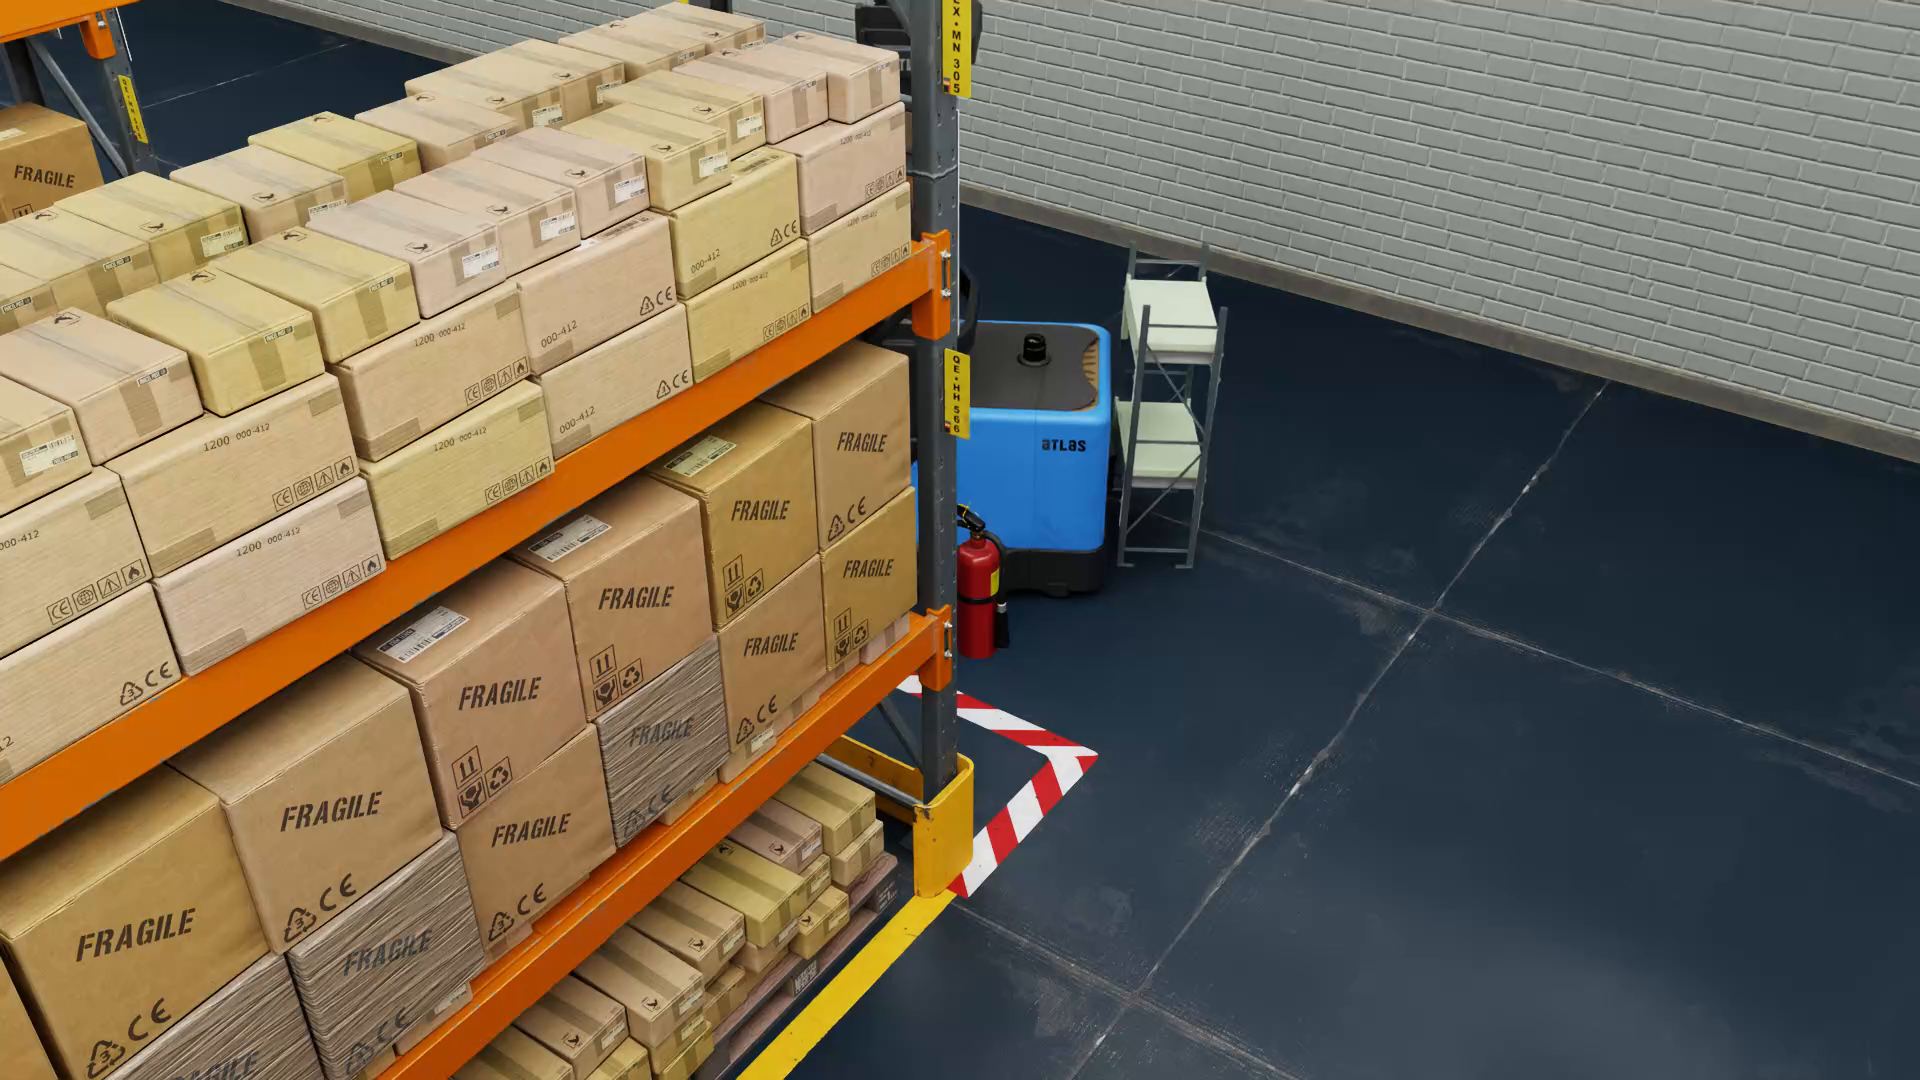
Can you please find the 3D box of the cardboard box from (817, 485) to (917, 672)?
[{"bbox_3d":[-0.499,0.054,5.814,0.500,0.500,0.500,22,40,29],"label":"cardboard box"}]

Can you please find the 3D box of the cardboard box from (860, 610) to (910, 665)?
[{"bbox_3d":[-0.408,0.274,6.067,0.380,0.149,0.250,21,39,28],"label":"cardboard box"}]

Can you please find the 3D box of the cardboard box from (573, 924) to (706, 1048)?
[{"bbox_3d":[-1.089,1.512,5.651,0.380,0.149,0.250,23,40,30],"label":"cardboard box"}]

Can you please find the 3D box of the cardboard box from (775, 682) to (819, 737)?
[{"bbox_3d":[-0.711,0.496,5.738,0.380,0.149,0.250,21,39,28],"label":"cardboard box"}]

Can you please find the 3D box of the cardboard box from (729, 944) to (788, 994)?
[{"bbox_3d":[-0.868,1.490,6.215,0.380,0.149,0.250,21,39,28],"label":"cardboard box"}]

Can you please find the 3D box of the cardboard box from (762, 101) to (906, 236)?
[{"bbox_3d":[-0.508,-1.165,4.980,0.500,0.250,0.500,20,39,27],"label":"cardboard box"}]

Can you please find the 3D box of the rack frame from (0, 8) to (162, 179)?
[{"bbox_3d":[-4.471,-1.701,8.764,1.000,3.000,0.127,21,39,28],"label":"rack frame"}]

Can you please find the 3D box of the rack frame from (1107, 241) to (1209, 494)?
[{"bbox_3d":[1.045,-0.893,8.894,0.400,1.500,0.023,2,34,-1],"label":"rack frame"}]

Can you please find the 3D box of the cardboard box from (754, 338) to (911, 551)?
[{"bbox_3d":[-0.511,-0.359,5.532,0.500,0.500,0.500,20,39,27],"label":"cardboard box"}]

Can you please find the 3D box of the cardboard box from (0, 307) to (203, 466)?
[{"bbox_3d":[-1.775,-0.318,3.372,0.380,0.149,0.250,20,39,27],"label":"cardboard box"}]

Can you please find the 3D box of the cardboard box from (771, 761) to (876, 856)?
[{"bbox_3d":[-0.548,1.015,6.387,0.380,0.149,0.250,22,40,29],"label":"cardboard box"}]

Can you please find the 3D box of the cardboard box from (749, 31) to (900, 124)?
[{"bbox_3d":[-0.402,-1.376,4.937,0.380,0.149,0.250,21,39,28],"label":"cardboard box"}]

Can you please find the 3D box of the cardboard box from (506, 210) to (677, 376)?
[{"bbox_3d":[-1.093,-0.694,4.284,0.500,0.250,0.500,22,40,29],"label":"cardboard box"}]

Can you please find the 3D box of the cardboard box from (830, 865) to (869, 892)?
[{"bbox_3d":[-0.583,1.245,6.577,0.380,0.149,0.250,22,40,29],"label":"cardboard box"}]

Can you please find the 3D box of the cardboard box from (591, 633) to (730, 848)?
[{"bbox_3d":[-1.078,0.526,5.116,0.500,0.500,0.500,21,40,28],"label":"cardboard box"}]

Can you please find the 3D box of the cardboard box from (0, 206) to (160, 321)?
[{"bbox_3d":[-2.065,-0.617,3.815,0.380,0.149,0.250,21,39,28],"label":"cardboard box"}]

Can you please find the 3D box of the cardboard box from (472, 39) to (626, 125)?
[{"bbox_3d":[-1.201,-1.334,4.874,0.380,0.149,0.250,21,39,28],"label":"cardboard box"}]

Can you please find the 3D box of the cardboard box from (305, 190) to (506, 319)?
[{"bbox_3d":[-1.298,-0.675,3.900,0.380,0.149,0.250,20,39,27],"label":"cardboard box"}]

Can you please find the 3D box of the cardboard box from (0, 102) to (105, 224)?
[{"bbox_3d":[-4.533,-1.765,8.057,0.500,0.500,0.500,22,40,29],"label":"cardboard box"}]

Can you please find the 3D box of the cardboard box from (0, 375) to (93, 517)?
[{"bbox_3d":[-1.905,-0.192,3.186,0.380,0.149,0.250,20,39,27],"label":"cardboard box"}]

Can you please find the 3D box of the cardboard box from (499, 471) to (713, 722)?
[{"bbox_3d":[-1.089,0.116,4.829,0.500,0.500,0.500,23,41,30],"label":"cardboard box"}]

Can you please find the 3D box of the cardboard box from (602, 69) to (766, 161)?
[{"bbox_3d":[-0.769,-1.176,4.641,0.380,0.149,0.250,20,39,27],"label":"cardboard box"}]

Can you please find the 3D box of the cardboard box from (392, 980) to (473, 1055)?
[{"bbox_3d":[-1.594,1.227,4.658,0.380,0.149,0.250,23,40,30],"label":"cardboard box"}]

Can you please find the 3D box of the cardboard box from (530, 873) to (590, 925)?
[{"bbox_3d":[-1.353,0.966,5.044,0.380,0.149,0.250,22,40,29],"label":"cardboard box"}]

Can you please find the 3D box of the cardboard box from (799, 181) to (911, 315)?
[{"bbox_3d":[-0.496,-0.957,5.120,0.500,0.250,0.500,20,39,27],"label":"cardboard box"}]

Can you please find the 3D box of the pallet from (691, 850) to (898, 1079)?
[{"bbox_3d":[-0.990,1.482,6.546,1.003,0.211,1.213,21,39,28],"label":"pallet"}]

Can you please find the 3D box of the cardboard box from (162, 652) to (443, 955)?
[{"bbox_3d":[-1.682,0.596,4.119,0.500,0.500,0.500,22,40,29],"label":"cardboard box"}]

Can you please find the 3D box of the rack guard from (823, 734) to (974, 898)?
[{"bbox_3d":[-0.498,1.000,7.001,1.175,0.500,0.348,21,39,28],"label":"rack guard"}]

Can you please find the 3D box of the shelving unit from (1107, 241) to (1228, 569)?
[{"bbox_3d":[1.044,-0.688,8.591,0.431,1.500,0.755,2,34,-1],"label":"shelving unit"}]

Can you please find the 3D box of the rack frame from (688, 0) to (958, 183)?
[{"bbox_3d":[-0.454,-2.556,4.672,1.000,3.000,0.127,21,39,28],"label":"rack frame"}]

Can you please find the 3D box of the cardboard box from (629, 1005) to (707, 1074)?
[{"bbox_3d":[-1.100,1.629,5.743,0.380,0.149,0.250,22,40,29],"label":"cardboard box"}]

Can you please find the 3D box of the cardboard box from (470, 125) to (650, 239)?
[{"bbox_3d":[-1.025,-0.922,4.266,0.380,0.149,0.250,20,39,27],"label":"cardboard box"}]

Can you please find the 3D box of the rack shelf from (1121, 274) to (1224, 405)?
[{"bbox_3d":[1.057,-1.011,8.372,0.431,0.370,0.720,2,34,-1],"label":"rack shelf"}]

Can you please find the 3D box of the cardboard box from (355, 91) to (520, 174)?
[{"bbox_3d":[-1.400,-1.070,4.484,0.380,0.149,0.250,22,40,29],"label":"cardboard box"}]

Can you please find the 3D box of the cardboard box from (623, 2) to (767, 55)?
[{"bbox_3d":[-0.826,-1.547,5.189,0.380,0.149,0.250,21,39,28],"label":"cardboard box"}]

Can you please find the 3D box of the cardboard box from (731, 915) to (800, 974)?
[{"bbox_3d":[-0.816,1.387,6.101,0.380,0.149,0.250,20,39,26],"label":"cardboard box"}]

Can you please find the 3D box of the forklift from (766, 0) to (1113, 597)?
[{"bbox_3d":[-0.743,-1.247,8.154,3.031,2.935,1.130,2,34,4],"label":"forklift"}]

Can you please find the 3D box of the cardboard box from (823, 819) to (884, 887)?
[{"bbox_3d":[-0.521,1.147,6.456,0.380,0.149,0.250,20,39,27],"label":"cardboard box"}]

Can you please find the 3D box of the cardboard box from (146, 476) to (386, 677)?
[{"bbox_3d":[-1.663,-0.006,3.713,0.500,0.250,0.500,23,40,30],"label":"cardboard box"}]

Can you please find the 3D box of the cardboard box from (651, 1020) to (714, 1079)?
[{"bbox_3d":[-1.092,1.745,5.837,0.380,0.149,0.250,19,39,26],"label":"cardboard box"}]

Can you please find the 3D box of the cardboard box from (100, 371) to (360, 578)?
[{"bbox_3d":[-1.677,-0.217,3.579,0.500,0.250,0.500,22,40,29],"label":"cardboard box"}]

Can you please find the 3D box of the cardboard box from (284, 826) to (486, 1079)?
[{"bbox_3d":[-1.653,1.008,4.403,0.500,0.500,0.500,20,39,27],"label":"cardboard box"}]

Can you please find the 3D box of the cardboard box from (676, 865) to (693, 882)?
[{"bbox_3d":[-1.233,1.221,6.347,0.380,0.149,0.250,22,40,29],"label":"cardboard box"}]

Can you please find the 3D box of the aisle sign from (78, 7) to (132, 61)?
[{"bbox_3d":[-4.184,-2.716,7.943,0.394,0.787,0.004,21,39,28],"label":"aisle sign"}]

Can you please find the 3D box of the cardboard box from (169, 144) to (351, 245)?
[{"bbox_3d":[-1.736,-0.842,4.146,0.380,0.149,0.250,23,40,30],"label":"cardboard box"}]

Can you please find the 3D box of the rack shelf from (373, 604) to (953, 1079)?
[{"bbox_3d":[-1.595,1.148,5.193,1.077,0.370,4.000,21,39,28],"label":"rack shelf"}]

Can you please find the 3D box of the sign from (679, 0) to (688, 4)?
[{"bbox_3d":[-0.900,-1.848,5.523,0.100,0.325,0.005,21,39,28],"label":"sign"}]

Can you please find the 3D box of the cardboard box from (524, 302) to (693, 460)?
[{"bbox_3d":[-1.075,-0.496,4.438,0.500,0.250,0.500,23,40,30],"label":"cardboard box"}]

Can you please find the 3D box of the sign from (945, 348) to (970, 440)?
[{"bbox_3d":[-0.010,-0.495,5.664,0.100,0.325,0.005,21,39,28],"label":"sign"}]

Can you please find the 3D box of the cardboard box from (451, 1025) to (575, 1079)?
[{"bbox_3d":[-1.456,1.727,5.333,0.380,0.149,0.250,21,40,28],"label":"cardboard box"}]

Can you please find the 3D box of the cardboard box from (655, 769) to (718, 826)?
[{"bbox_3d":[-1.012,0.733,5.388,0.380,0.149,0.250,19,39,26],"label":"cardboard box"}]

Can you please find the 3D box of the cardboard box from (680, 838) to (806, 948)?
[{"bbox_3d":[-0.782,1.272,6.007,0.380,0.149,0.250,20,39,27],"label":"cardboard box"}]
